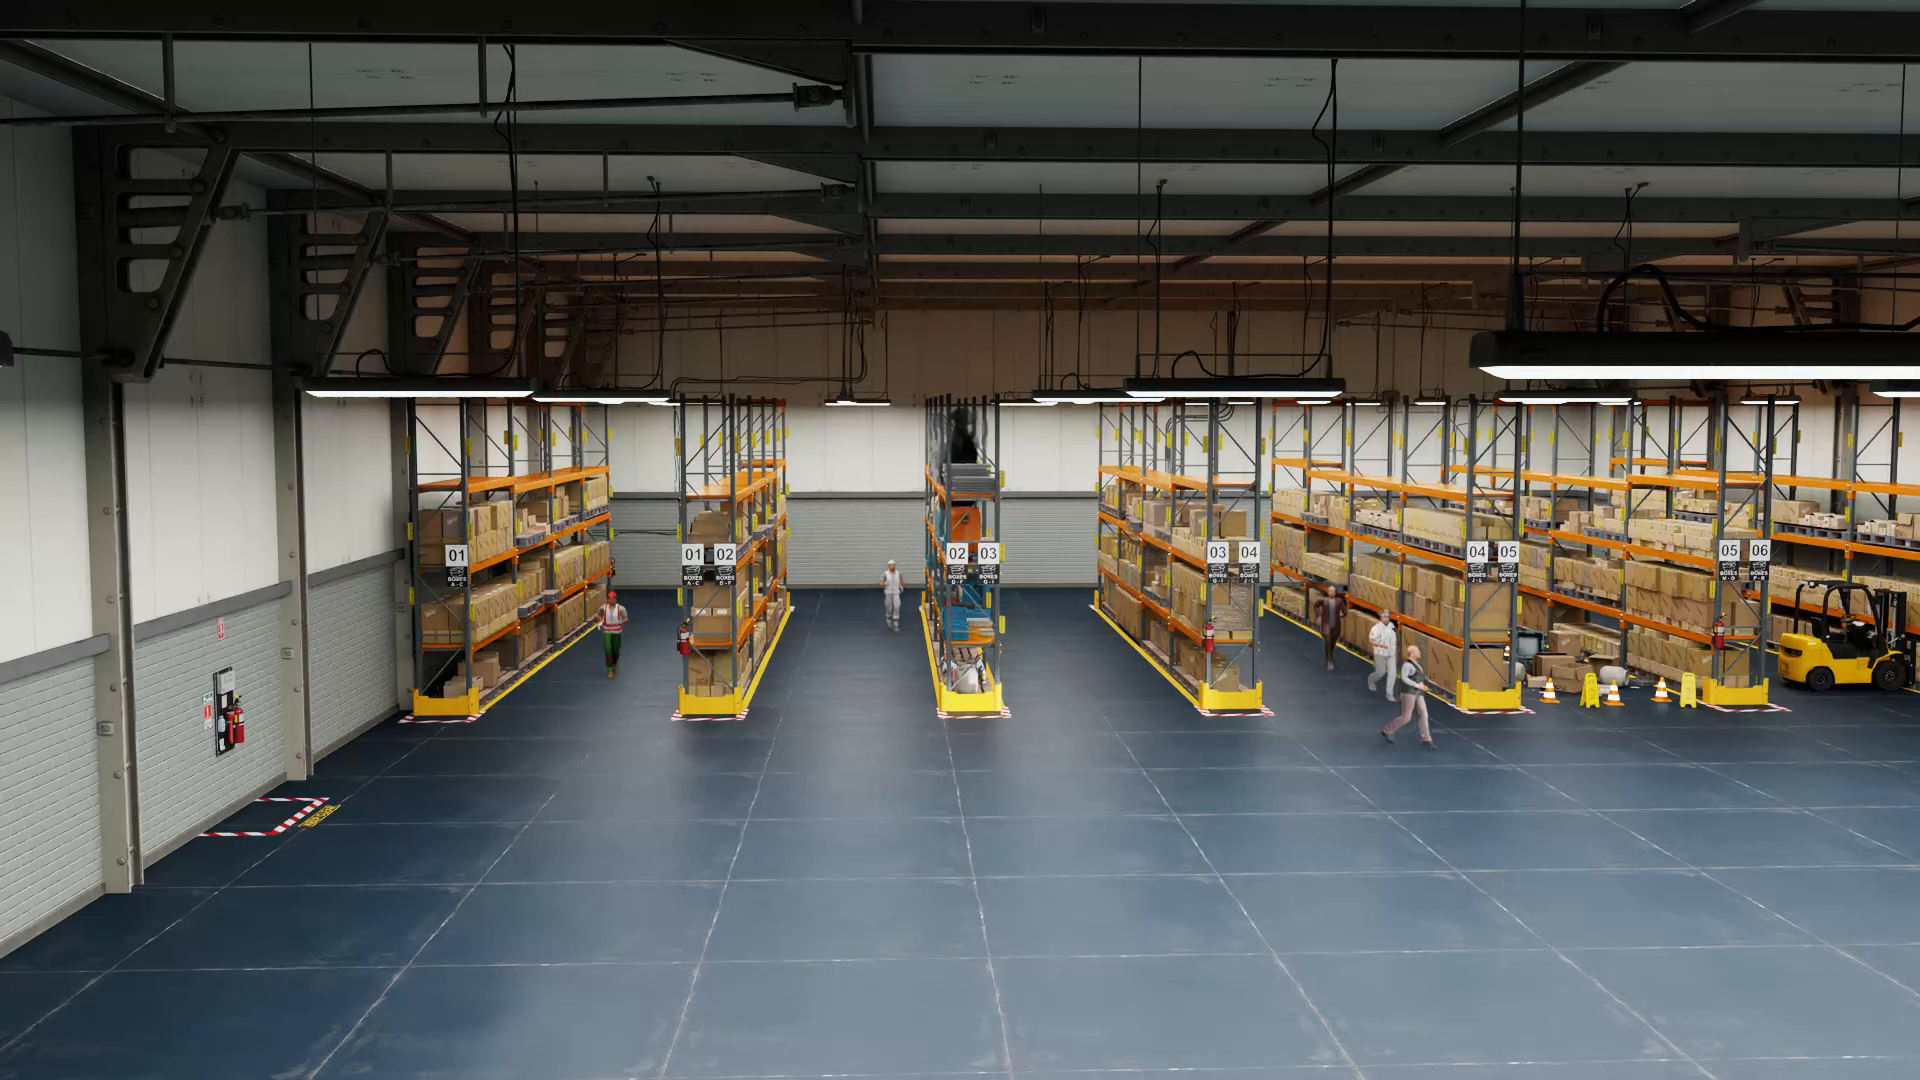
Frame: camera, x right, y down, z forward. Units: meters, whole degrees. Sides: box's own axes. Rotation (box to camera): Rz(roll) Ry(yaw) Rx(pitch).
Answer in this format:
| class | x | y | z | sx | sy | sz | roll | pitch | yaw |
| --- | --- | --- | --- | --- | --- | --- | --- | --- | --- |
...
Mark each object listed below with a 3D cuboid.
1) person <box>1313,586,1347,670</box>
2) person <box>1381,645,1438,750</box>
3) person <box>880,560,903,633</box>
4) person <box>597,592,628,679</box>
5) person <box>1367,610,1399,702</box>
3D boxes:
| class | x | y | z | sx | sy | sz | roll | pitch | yaw |
| --- | --- | --- | --- | --- | --- | --- | --- | --- | --- |
| person | 8.198 | 1.917 | 36.770 | 0.703 | 1.802 | 1.047 | 0 | 5 | 0 |
| person | 7.646 | 2.639 | 28.076 | 0.976 | 1.721 | 0.698 | 3 | 6 | 38 |
| person | -1.754 | 1.426 | 42.859 | 0.643 | 1.829 | 0.850 | -1 | 5 | -10 |
| person | -7.433 | 2.002 | 35.584 | 0.652 | 1.803 | 0.983 | -1 | 5 | -12 |
| person | 8.381 | 2.264 | 32.896 | 0.677 | 1.814 | 0.909 | -1 | 5 | -16 |
